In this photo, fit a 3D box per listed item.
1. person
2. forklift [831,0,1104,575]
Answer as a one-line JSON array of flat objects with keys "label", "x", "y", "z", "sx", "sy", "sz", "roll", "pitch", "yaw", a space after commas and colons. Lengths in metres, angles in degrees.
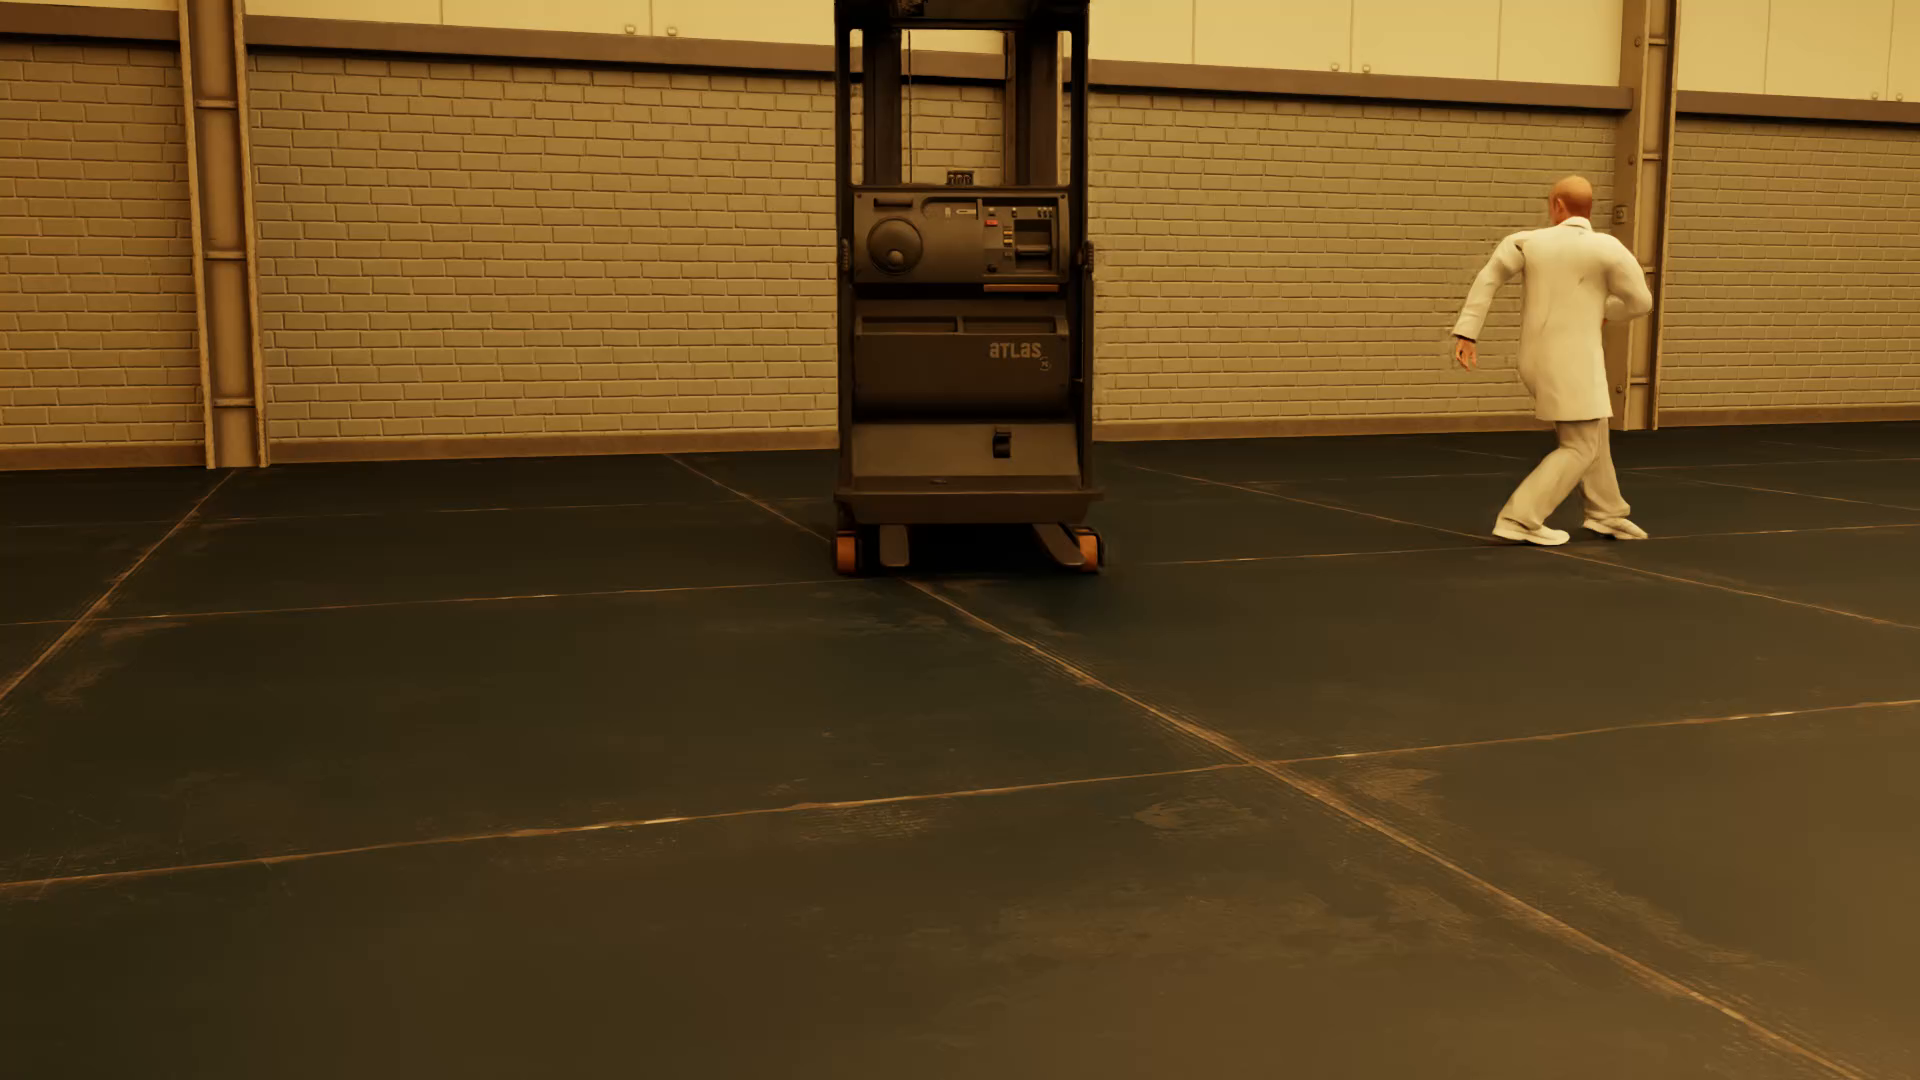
[{"label": "person", "x": 2.844, "y": -0.820, "z": 7.769, "sx": 1.009, "sy": 1.727, "sz": 0.613, "roll": -4, "pitch": 9, "yaw": -25}, {"label": "forklift", "x": 0.018, "y": -1.350, "z": 6.974, "sx": 1.130, "sy": 2.935, "sz": 3.031, "roll": 0, "pitch": 8, "yaw": -2}]
